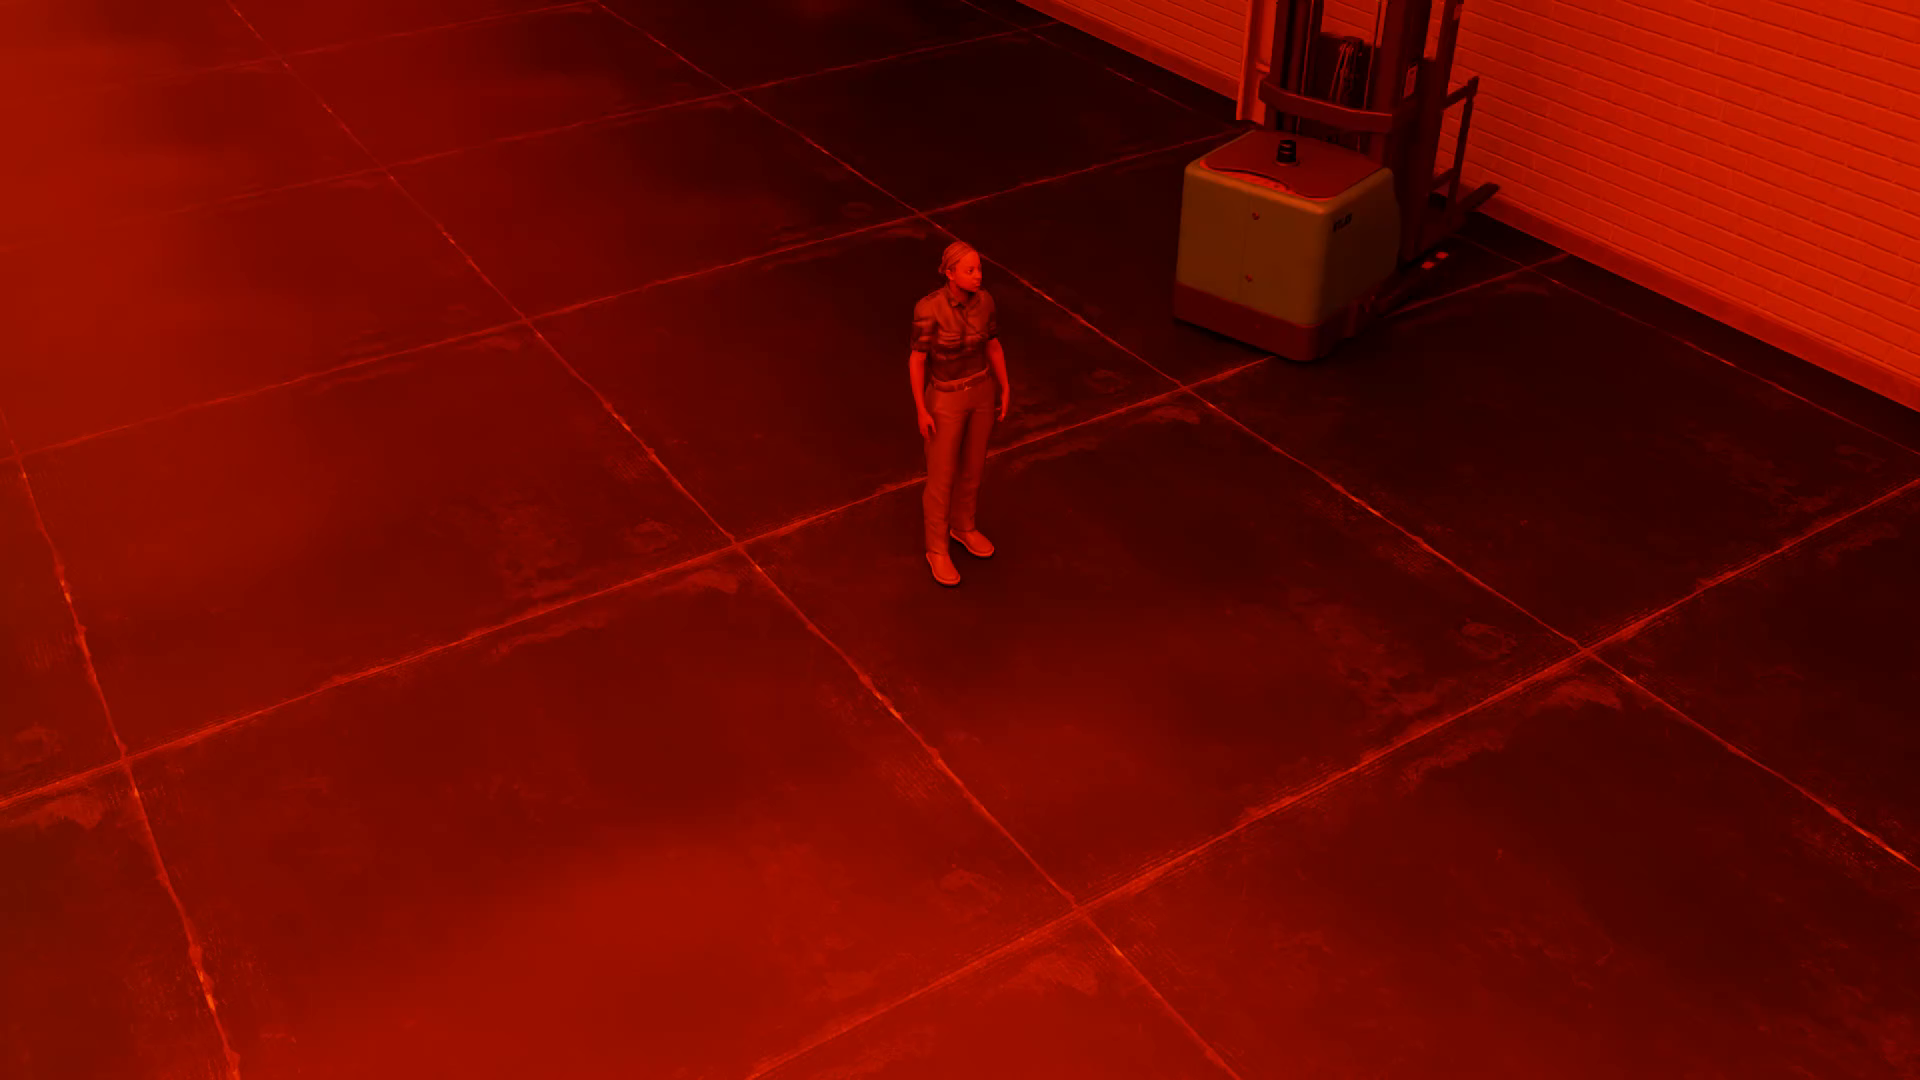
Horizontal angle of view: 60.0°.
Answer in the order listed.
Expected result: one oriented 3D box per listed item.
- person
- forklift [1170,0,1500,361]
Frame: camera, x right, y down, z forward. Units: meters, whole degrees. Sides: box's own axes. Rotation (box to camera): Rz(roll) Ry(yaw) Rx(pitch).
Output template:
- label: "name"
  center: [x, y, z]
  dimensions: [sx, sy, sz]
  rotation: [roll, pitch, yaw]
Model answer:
- label: "person"
  center: [0.032, -0.634, 8.149]
  dimensions: [0.570, 1.656, 0.503]
  rotation: [-21, 40, -27]
- label: "forklift"
  center: [2.685, -3.059, 10.501]
  dimensions: [1.130, 2.935, 3.031]
  rotation: [26, 43, 32]
